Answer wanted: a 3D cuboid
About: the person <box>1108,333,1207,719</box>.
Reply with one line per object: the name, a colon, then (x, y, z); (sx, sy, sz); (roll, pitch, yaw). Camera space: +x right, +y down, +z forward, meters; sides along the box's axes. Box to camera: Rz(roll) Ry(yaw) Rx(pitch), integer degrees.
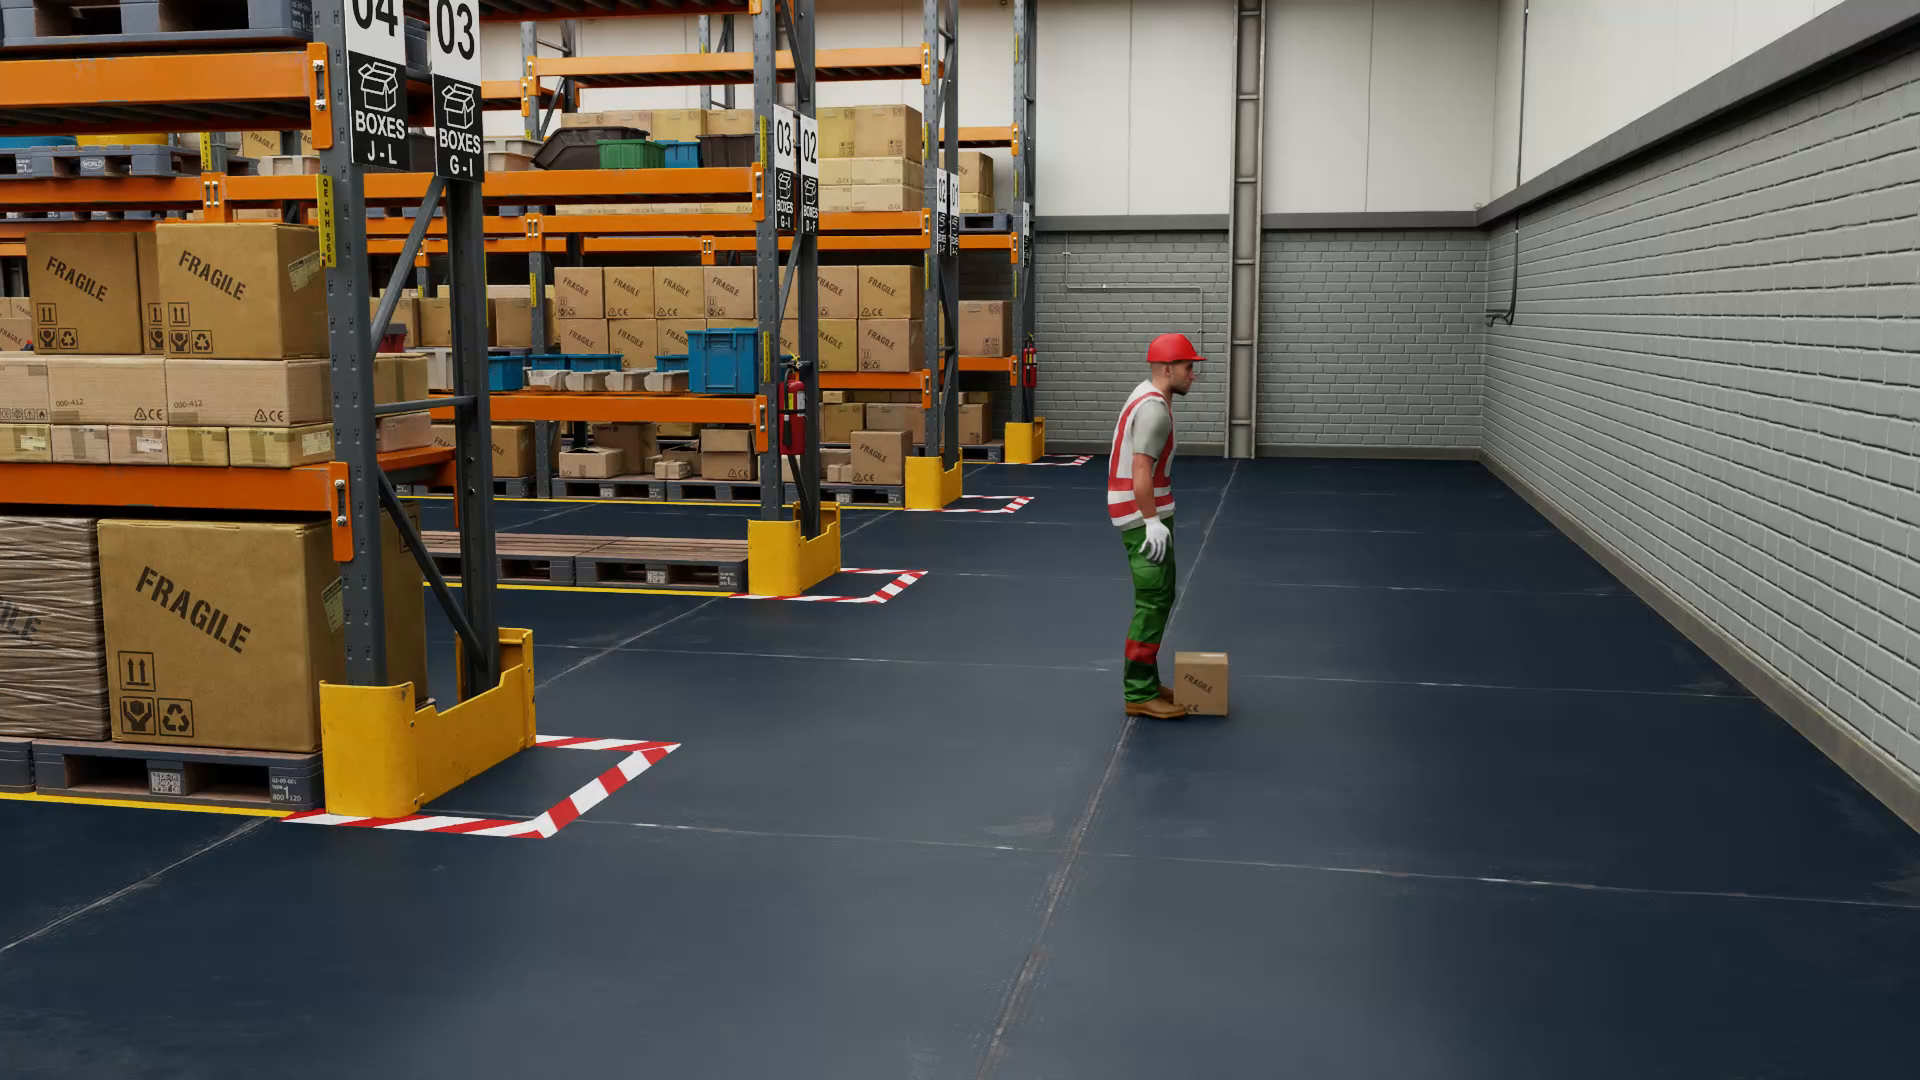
person: (0.922, -0.080, 7.846); (0.454, 1.777, 0.608); (1, 8, 8)
